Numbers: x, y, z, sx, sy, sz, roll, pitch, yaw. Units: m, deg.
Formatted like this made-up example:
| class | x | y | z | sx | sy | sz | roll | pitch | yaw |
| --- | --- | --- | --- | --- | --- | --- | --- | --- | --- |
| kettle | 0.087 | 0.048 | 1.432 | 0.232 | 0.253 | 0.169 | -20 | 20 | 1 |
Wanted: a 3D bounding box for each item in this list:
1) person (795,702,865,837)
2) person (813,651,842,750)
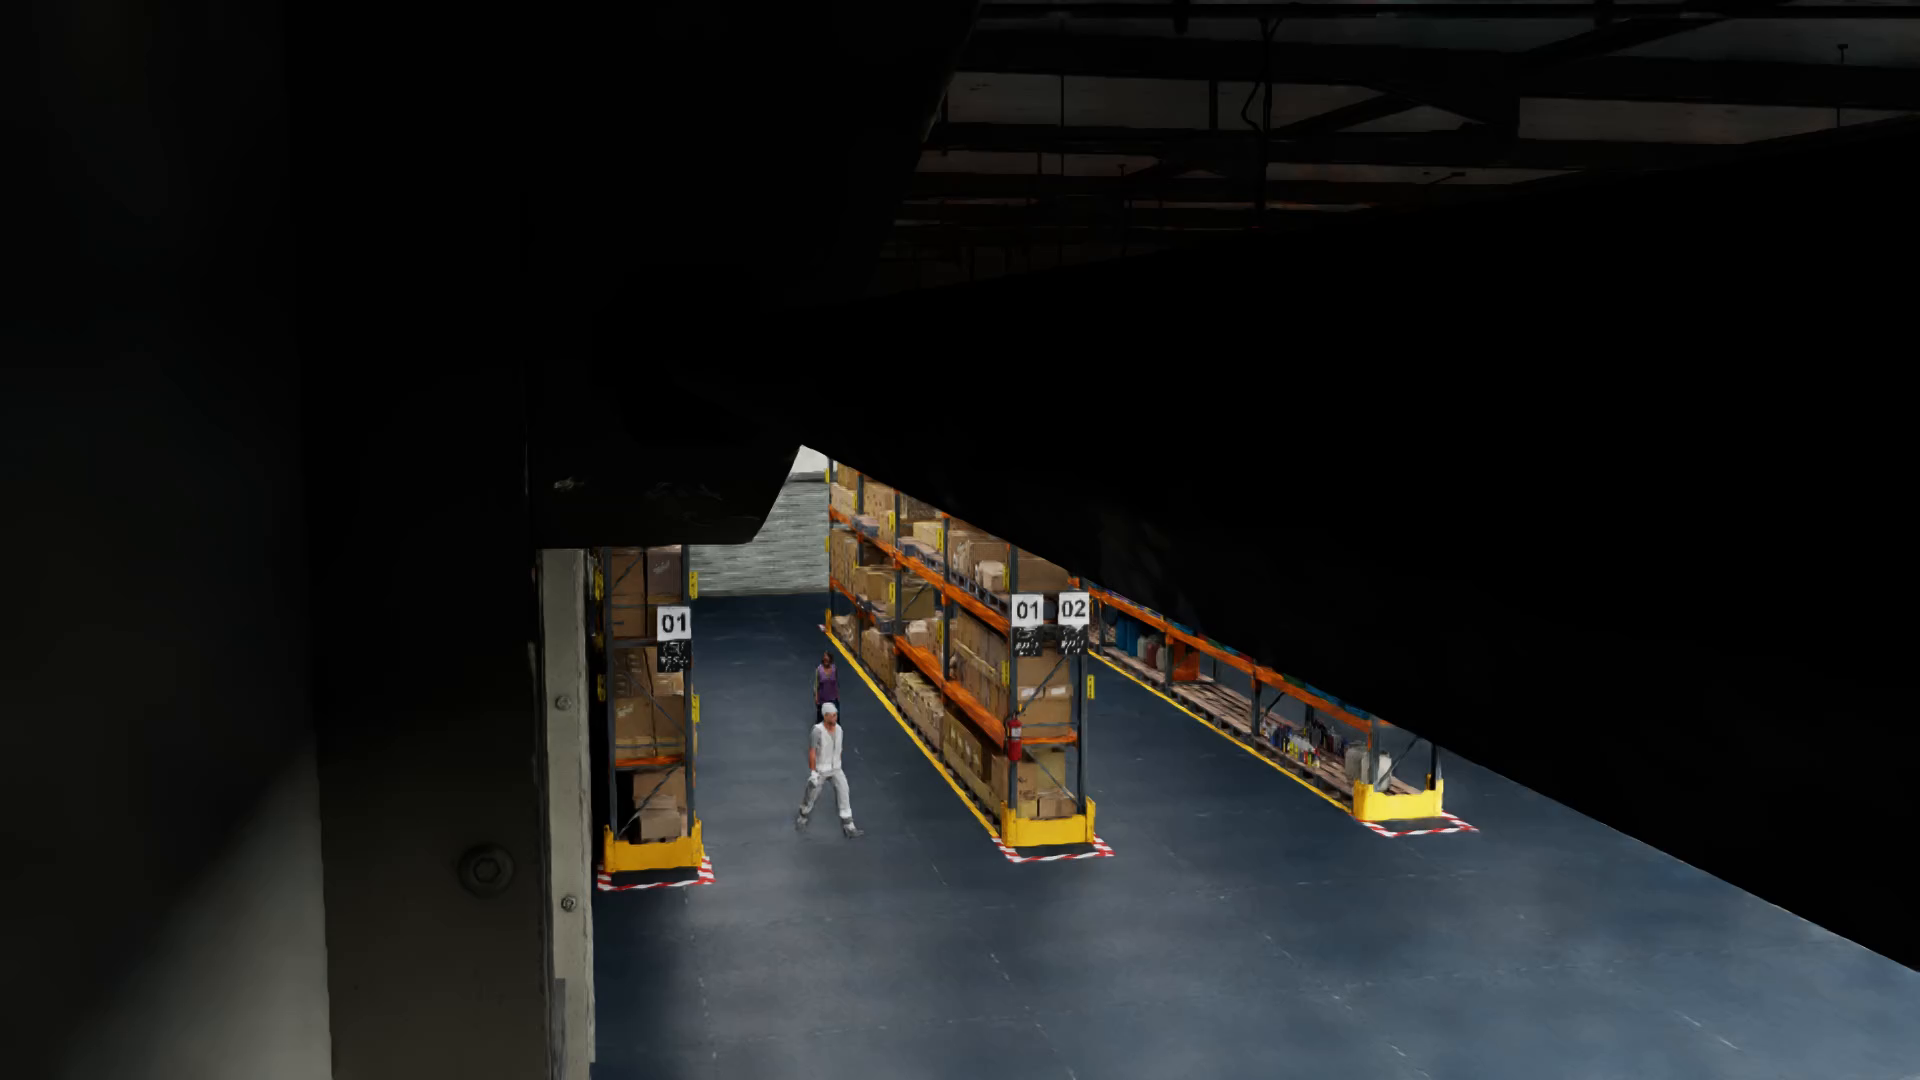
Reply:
| class | x | y | z | sx | sy | sz | roll | pitch | yaw |
| --- | --- | --- | --- | --- | --- | --- | --- | --- | --- |
| person | -1.707 | 2.937 | 21.309 | 0.581 | 1.761 | 0.948 | -5 | 9 | -38 |
| person | -2.090 | 2.475 | 26.032 | 0.418 | 1.512 | 1.035 | -1 | 7 | -11 |
